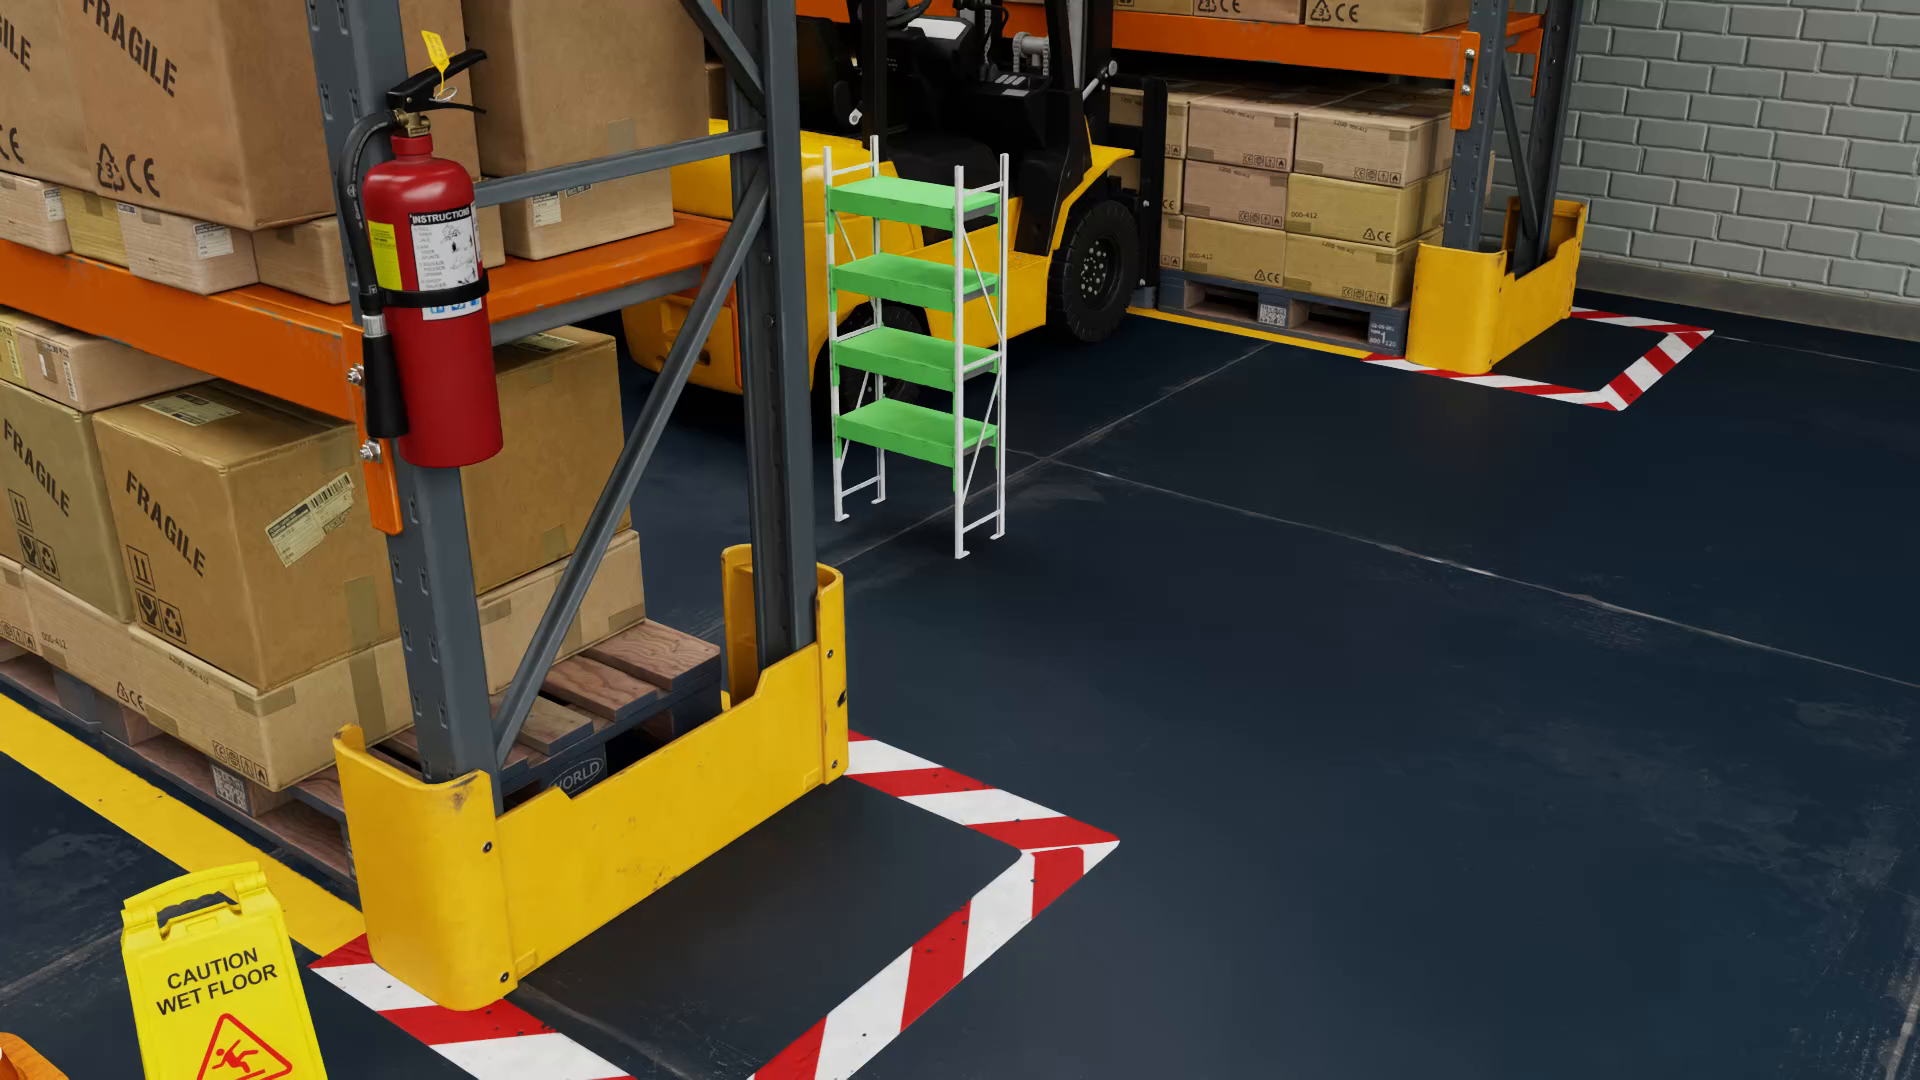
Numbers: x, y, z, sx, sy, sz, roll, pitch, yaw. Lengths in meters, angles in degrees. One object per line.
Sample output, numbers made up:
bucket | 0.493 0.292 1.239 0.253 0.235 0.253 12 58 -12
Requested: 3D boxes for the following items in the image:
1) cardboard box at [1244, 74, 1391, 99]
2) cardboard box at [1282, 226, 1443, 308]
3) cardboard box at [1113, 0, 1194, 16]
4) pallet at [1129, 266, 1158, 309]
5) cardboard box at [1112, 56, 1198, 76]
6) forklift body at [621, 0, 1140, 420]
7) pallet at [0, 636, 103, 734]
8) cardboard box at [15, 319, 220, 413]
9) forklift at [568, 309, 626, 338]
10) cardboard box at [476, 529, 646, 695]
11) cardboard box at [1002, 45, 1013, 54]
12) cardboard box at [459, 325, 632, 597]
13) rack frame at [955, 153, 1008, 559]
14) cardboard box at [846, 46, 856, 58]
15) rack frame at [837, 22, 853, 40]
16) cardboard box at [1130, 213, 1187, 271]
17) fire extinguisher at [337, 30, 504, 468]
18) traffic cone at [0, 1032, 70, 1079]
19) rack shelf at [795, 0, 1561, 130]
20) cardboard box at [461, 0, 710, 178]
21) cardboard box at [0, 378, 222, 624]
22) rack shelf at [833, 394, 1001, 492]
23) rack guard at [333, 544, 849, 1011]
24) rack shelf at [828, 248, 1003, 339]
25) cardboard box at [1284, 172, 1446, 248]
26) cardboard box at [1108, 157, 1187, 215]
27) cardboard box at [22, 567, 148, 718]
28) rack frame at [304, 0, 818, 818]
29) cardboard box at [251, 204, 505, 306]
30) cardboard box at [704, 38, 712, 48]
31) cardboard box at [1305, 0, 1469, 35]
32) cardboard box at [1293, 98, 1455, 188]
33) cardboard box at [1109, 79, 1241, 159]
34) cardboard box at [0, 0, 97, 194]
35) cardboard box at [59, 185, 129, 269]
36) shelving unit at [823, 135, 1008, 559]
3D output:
cardboard box | 1.632 -1.959 7.625 0.500 0.250 0.500 17 29 33
cardboard box | 1.739 -1.216 7.180 0.500 0.250 0.500 17 29 34
cardboard box | 0.934 -2.603 7.314 0.500 0.500 0.500 16 29 32
pallet | 0.696 -1.461 8.305 1.213 0.211 1.003 17 29 33
cardboard box | 0.832 -2.210 8.194 0.500 0.250 0.500 16 28 32
forklift body | -0.307 -1.752 6.559 1.214 2.155 2.313 17 29 33
pallet | -2.331 0.086 4.792 1.213 0.211 1.003 17 29 33
cardboard box | -1.801 -0.419 3.635 0.250 0.149 0.380 18 29 35
forklift | -2.223 -2.660 7.652 1.130 2.935 3.031 -9 25 -20
cardboard box | -1.149 0.113 4.162 0.500 0.250 0.500 17 29 33
cardboard box | 0.028 -2.455 8.751 0.500 0.250 0.500 16 29 33
cardboard box | -1.168 -0.235 4.023 0.500 0.500 0.500 16 28 32
rack frame | 0.063 -0.530 4.965 0.015 1.200 0.240 17 29 33
cardboard box | -0.697 -2.411 8.652 0.500 0.250 0.500 16 29 33
rack frame | -0.896 -3.238 8.879 0.127 3.000 1.000 17 29 33
cardboard box | 0.952 -1.463 7.741 0.500 0.250 0.500 17 29 34
fire extinguisher | -0.854 -0.457 2.662 0.183 0.674 0.296 17 29 33
traffic cone | -1.787 0.805 2.849 0.334 0.463 0.336 17 29 33
rack shelf | 0.704 -2.425 7.926 4.000 0.370 1.077 17 29 33
cardboard box | -0.882 -1.054 3.430 0.500 0.500 0.500 16 29 33
cardboard box | -1.886 -0.180 3.898 0.500 0.500 0.500 18 30 35
rack shelf | -0.132 -0.311 5.221 0.480 0.148 0.258 17 29 33
rack guard | -0.730 0.457 3.592 0.348 0.500 1.175 17 29 33
rack shelf | -0.132 -0.750 5.028 0.480 0.148 0.258 17 29 33
cardboard box | 1.728 -1.450 7.091 0.500 0.250 0.500 16 29 33
cardboard box | 0.907 -1.693 7.642 0.500 0.250 0.500 16 28 32
cardboard box | -1.887 0.161 4.053 0.500 0.250 0.500 17 29 33
rack frame | -0.669 -0.668 3.047 0.127 3.000 1.000 17 29 33
cardboard box | -1.097 -0.575 3.146 0.250 0.149 0.380 18 29 35
cardboard box | -1.937 -2.656 9.983 0.625 0.625 0.875 16 29 33
cardboard box | 1.753 -2.351 6.741 0.500 0.500 0.500 16 28 32
cardboard box | 1.749 -1.673 6.976 0.500 0.250 0.500 18 29 35
cardboard box | 0.927 -1.913 7.521 0.500 0.250 0.500 17 29 34
cardboard box | -1.667 -1.015 3.341 0.500 0.500 0.500 17 29 33
cardboard box | -1.558 -0.669 3.360 0.250 0.149 0.380 16 29 32
shelving unit | -0.132 -0.589 5.099 0.503 1.200 0.258 17 29 33
